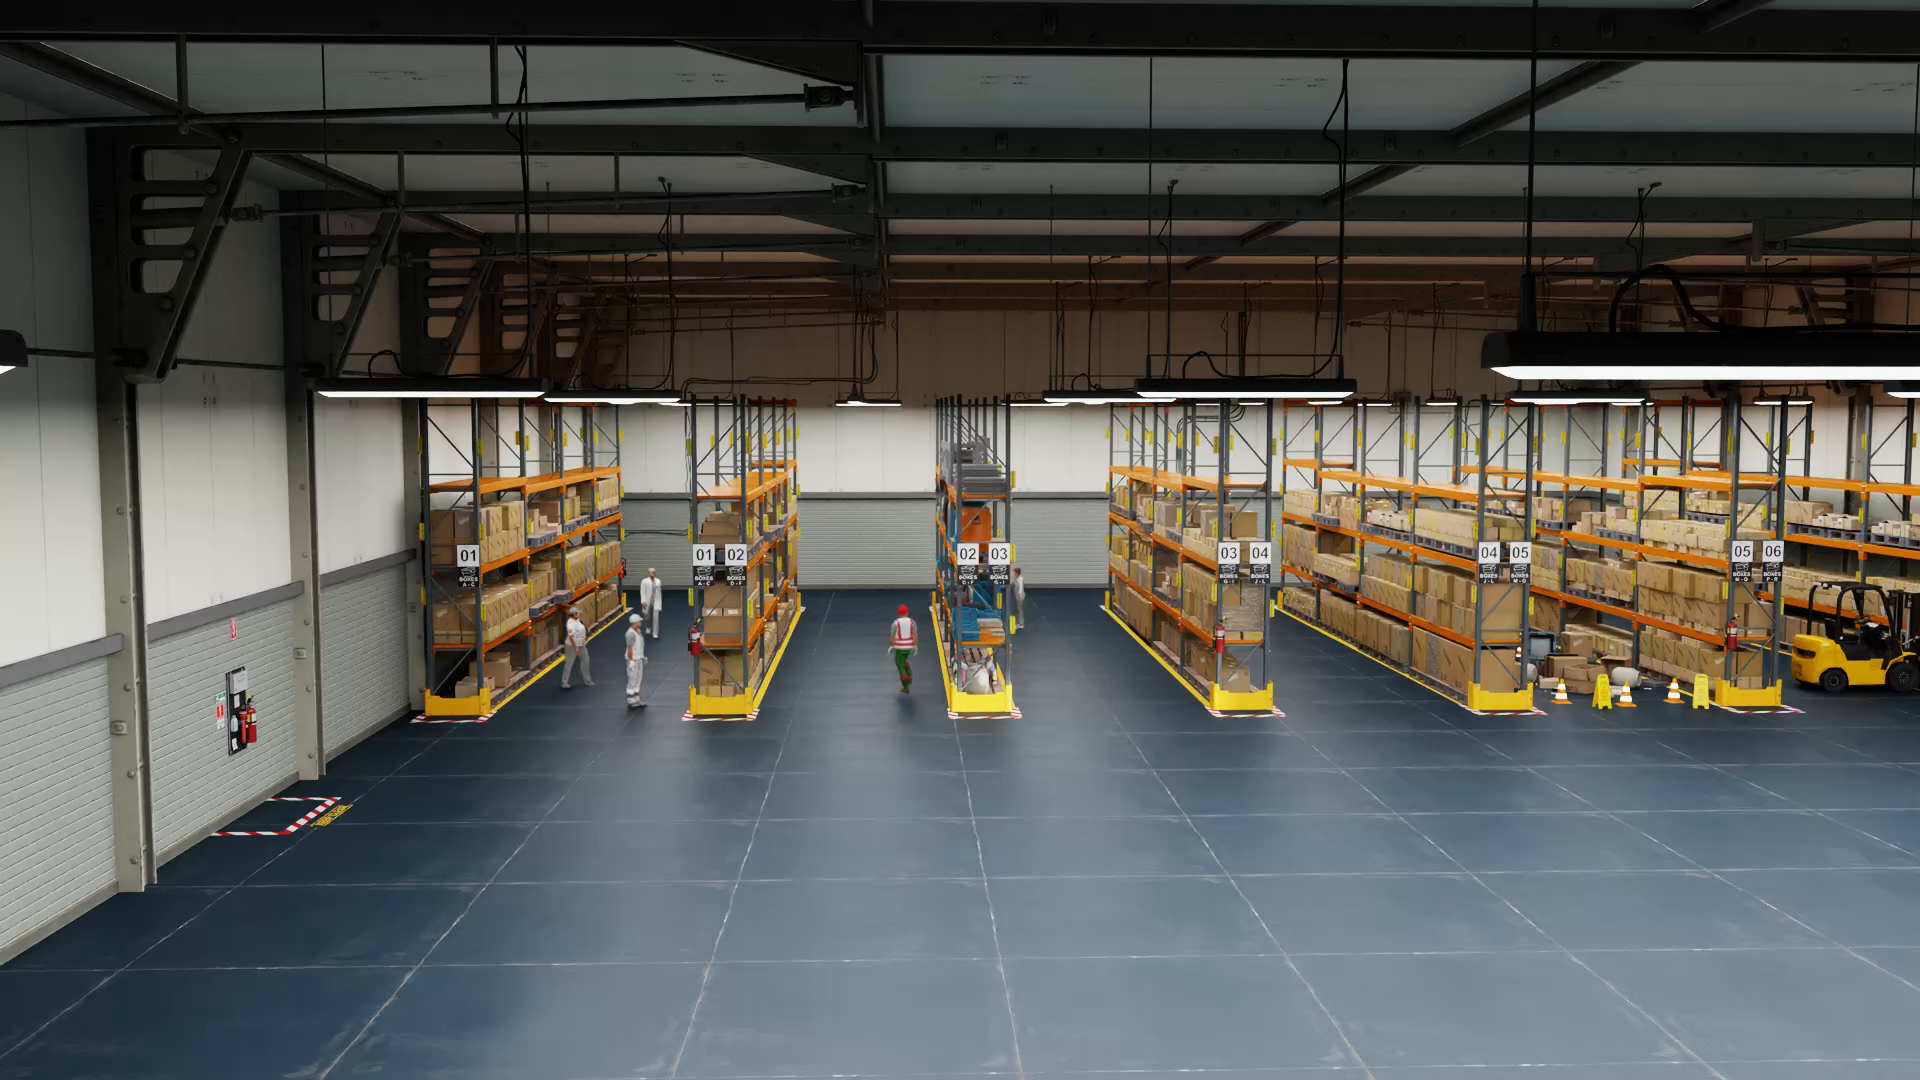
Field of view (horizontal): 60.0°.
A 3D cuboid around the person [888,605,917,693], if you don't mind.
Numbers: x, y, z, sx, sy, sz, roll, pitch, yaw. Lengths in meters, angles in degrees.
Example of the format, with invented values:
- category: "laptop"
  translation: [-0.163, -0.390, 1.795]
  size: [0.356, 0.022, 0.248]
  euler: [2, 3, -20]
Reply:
- category: "person"
  translation: [-1.193, 2.161, 33.351]
  size: [0.539, 1.766, 0.572]
  euler: [-4, 6, -38]

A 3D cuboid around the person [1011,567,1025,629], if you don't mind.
- category: "person"
  translation: [1.507, 1.506, 43.324]
  size: [0.338, 1.605, 0.431]
  euler: [-2, 5, -19]

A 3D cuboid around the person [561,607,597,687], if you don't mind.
- category: "person"
  translation: [-7.897, 2.214, 34.292]
  size: [0.532, 1.691, 0.680]
  euler: [2, 5, 23]

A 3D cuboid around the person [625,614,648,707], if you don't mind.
- category: "person"
  translation: [-6.239, 2.309, 31.937]
  size: [0.367, 1.794, 0.573]
  euler: [1, 5, 12]

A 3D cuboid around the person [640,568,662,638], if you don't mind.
- category: "person"
  translation: [-7.735, 1.569, 41.707]
  size: [0.537, 1.732, 0.993]
  euler: [0, 5, -6]
